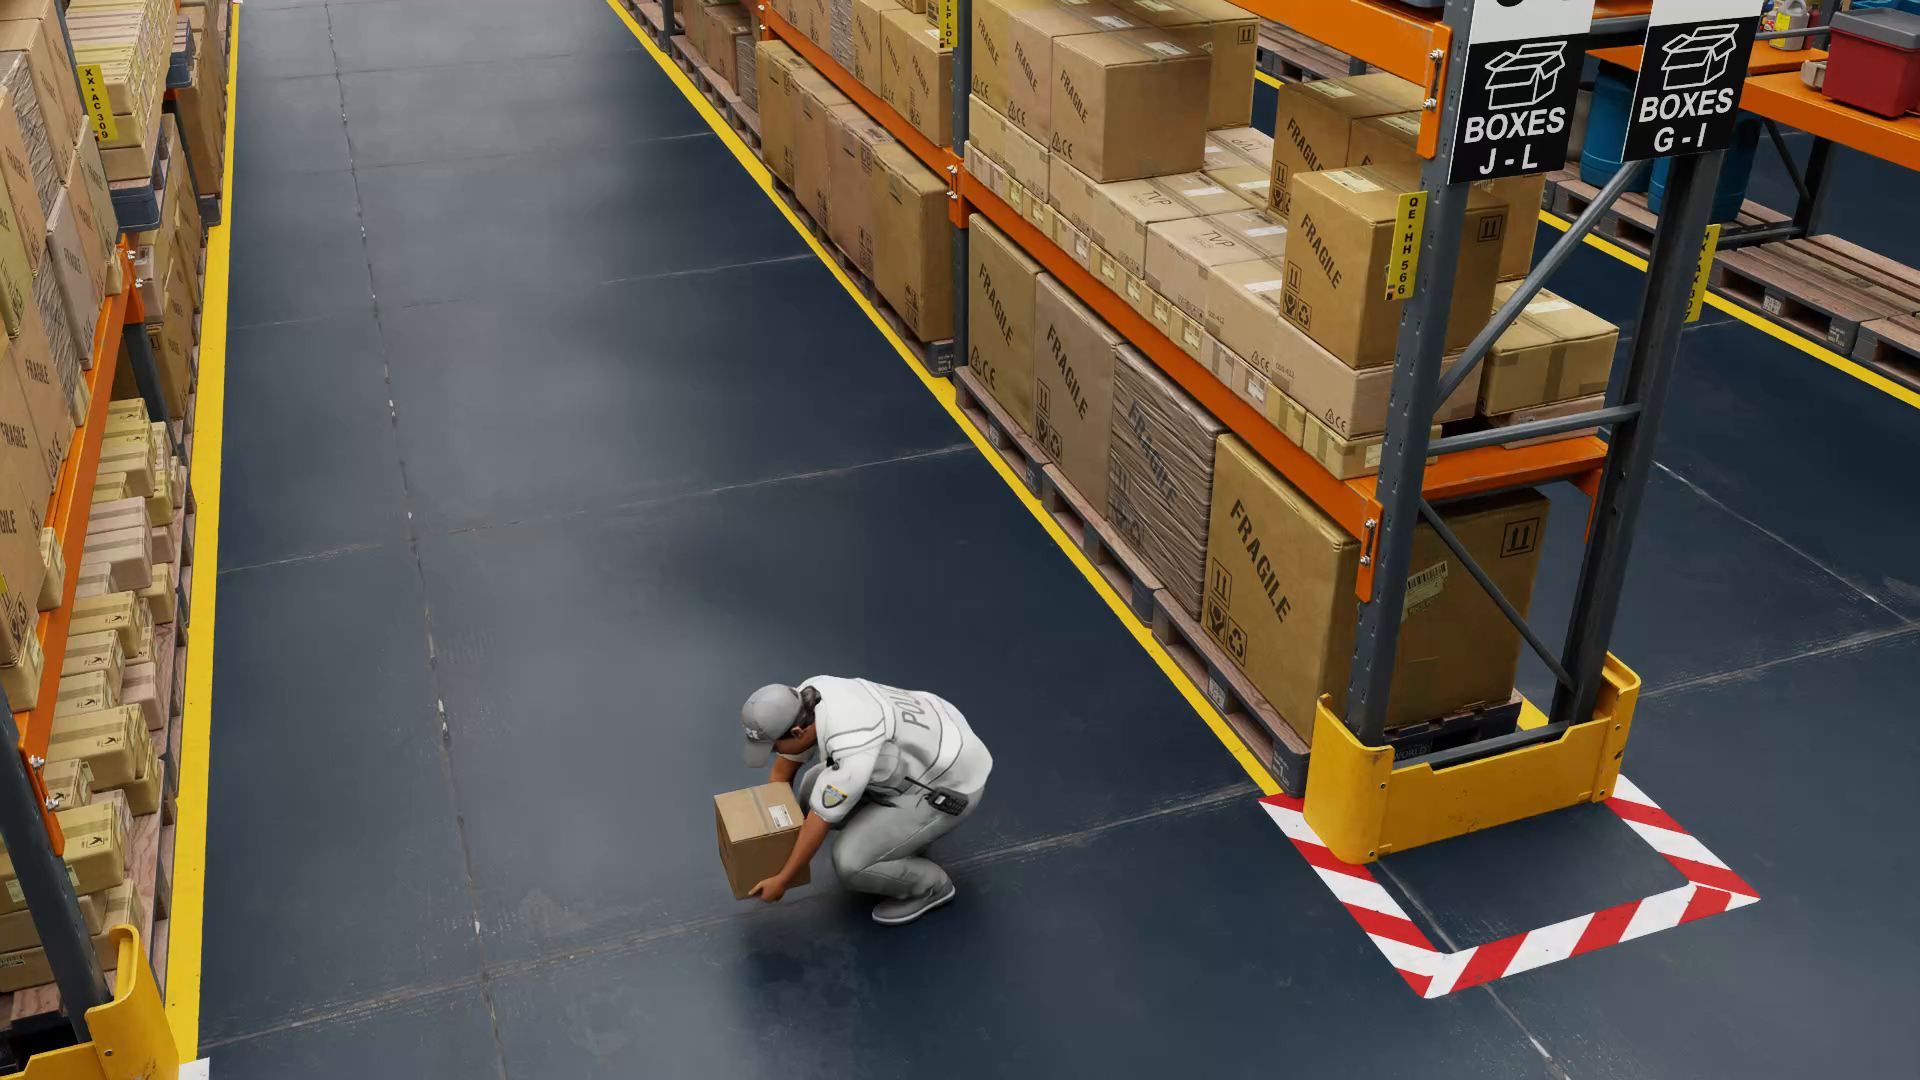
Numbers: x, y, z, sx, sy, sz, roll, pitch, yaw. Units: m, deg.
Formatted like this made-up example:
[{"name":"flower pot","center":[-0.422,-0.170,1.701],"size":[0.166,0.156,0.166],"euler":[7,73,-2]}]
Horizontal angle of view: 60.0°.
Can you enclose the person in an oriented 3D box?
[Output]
[{"name":"person","center":[-0.326,0.797,5.474],"size":[0.866,0.954,0.509],"euler":[-11,32,-19]}]
